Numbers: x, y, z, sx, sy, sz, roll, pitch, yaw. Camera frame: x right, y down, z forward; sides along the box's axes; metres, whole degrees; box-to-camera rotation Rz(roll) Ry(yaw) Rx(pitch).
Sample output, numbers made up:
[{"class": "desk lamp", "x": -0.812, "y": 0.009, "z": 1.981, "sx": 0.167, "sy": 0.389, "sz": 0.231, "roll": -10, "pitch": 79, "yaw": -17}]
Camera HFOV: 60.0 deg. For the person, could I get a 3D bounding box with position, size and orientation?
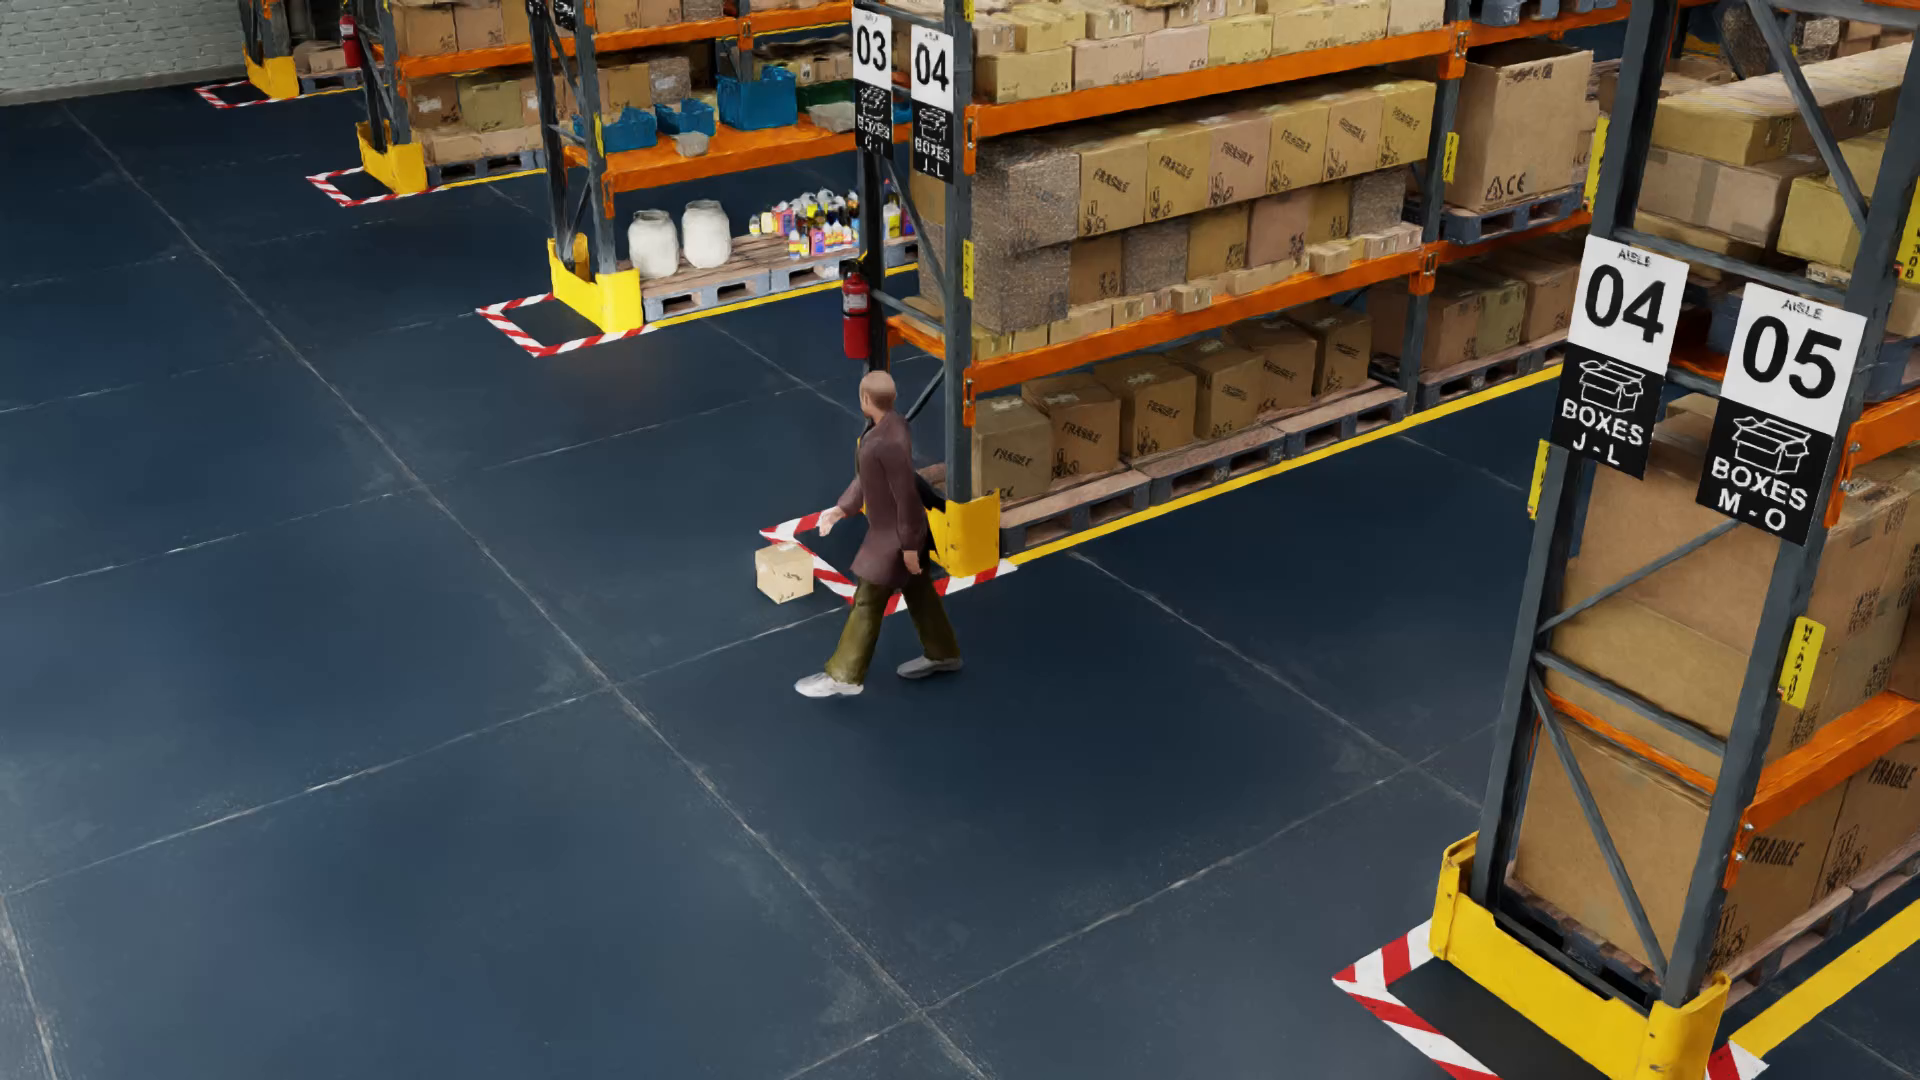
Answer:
[{"class": "person", "x": -0.436, "y": -0.042, "z": 8.709, "sx": 0.909, "sy": 1.732, "sz": 0.610, "roll": -1, "pitch": 28, "yaw": -2}]
